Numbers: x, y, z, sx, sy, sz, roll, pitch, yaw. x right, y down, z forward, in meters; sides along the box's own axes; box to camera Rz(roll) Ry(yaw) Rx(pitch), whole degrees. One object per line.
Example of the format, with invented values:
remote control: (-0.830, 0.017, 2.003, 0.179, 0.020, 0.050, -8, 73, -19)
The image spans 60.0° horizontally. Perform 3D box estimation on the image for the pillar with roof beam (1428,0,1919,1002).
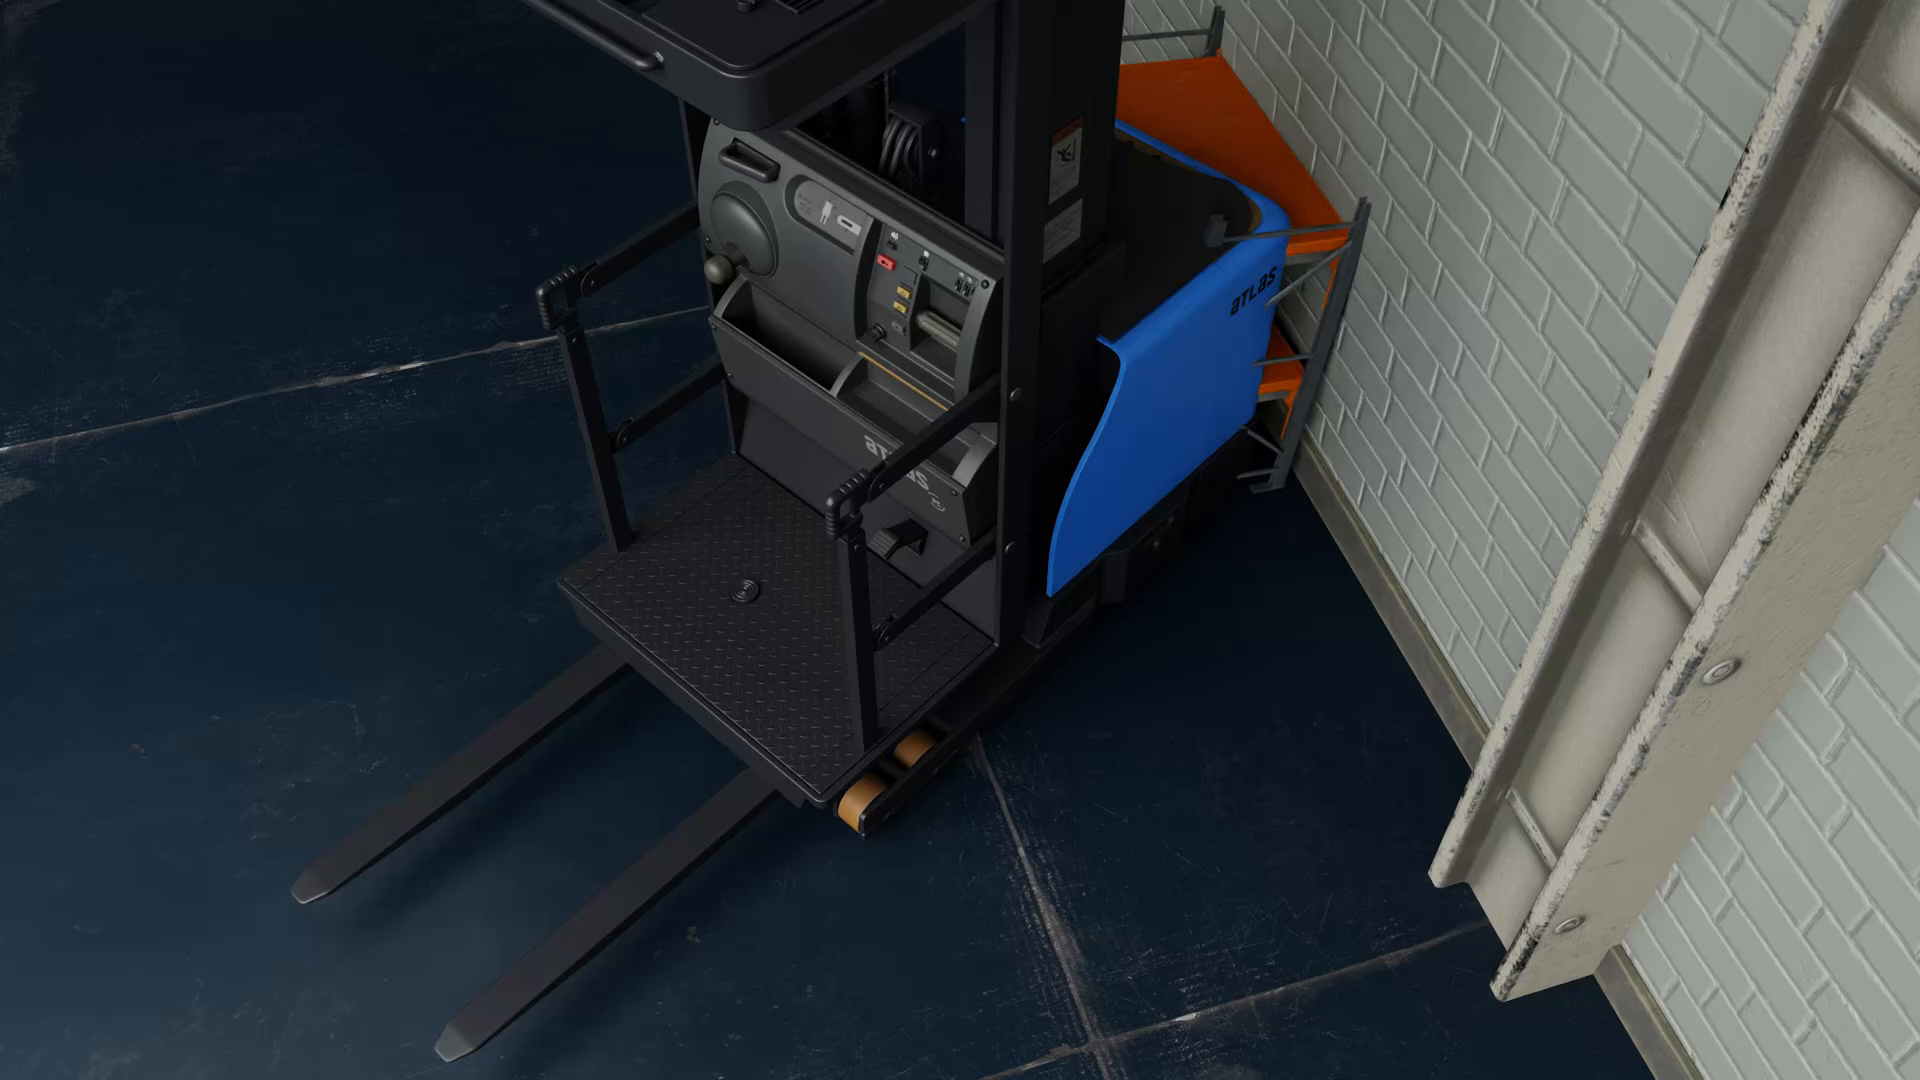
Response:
pillar with roof beam: (-2.645, -0.924, 0.143, 9.100, 9.000, 0.400, -13, 51, -11)

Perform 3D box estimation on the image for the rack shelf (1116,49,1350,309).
rack shelf: (0.734, -1.083, 5.031, 0.538, 0.278, 1.000, -10, 49, -15)

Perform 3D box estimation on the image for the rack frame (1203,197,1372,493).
rack frame: (0.859, -0.519, 4.927, 0.500, 1.125, 0.032, -10, 49, -15)

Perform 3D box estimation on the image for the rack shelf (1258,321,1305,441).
rack shelf: (0.685, -0.720, 5.424, 0.538, 0.278, 1.000, -10, 49, -15)

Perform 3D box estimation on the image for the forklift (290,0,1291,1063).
forklift: (-0.427, -0.591, 3.831, 1.130, 2.935, 3.031, 35, 58, 26)

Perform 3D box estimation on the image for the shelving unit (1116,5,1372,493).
shelving unit: (0.707, -0.885, 5.245, 0.538, 1.125, 1.048, -10, 49, -15)

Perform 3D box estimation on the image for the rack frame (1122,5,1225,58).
rack frame: (0.555, -1.251, 5.564, 0.500, 1.125, 0.032, -10, 49, -15)
